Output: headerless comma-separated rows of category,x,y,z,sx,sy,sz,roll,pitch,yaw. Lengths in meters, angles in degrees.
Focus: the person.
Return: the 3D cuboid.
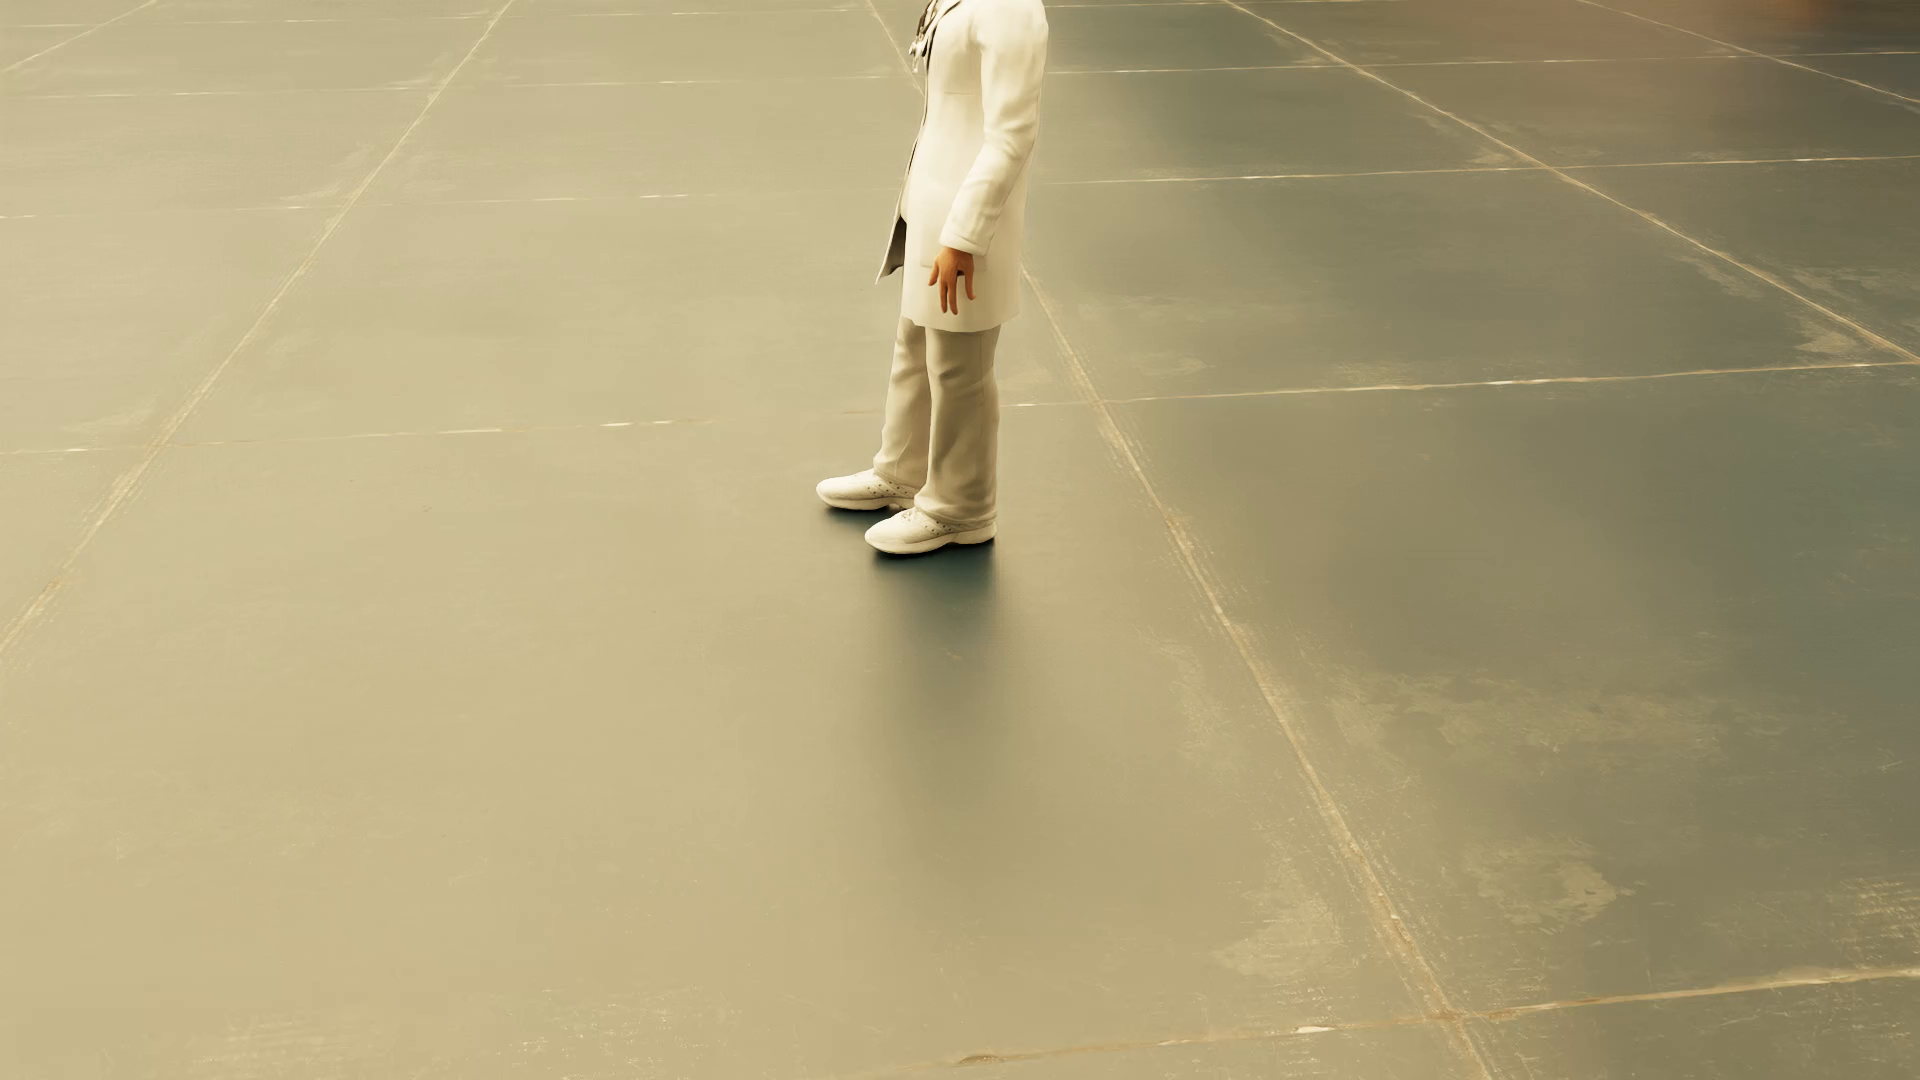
person,-0.090,-0.804,4.211,0.581,1.775,0.696,-3,26,-7
